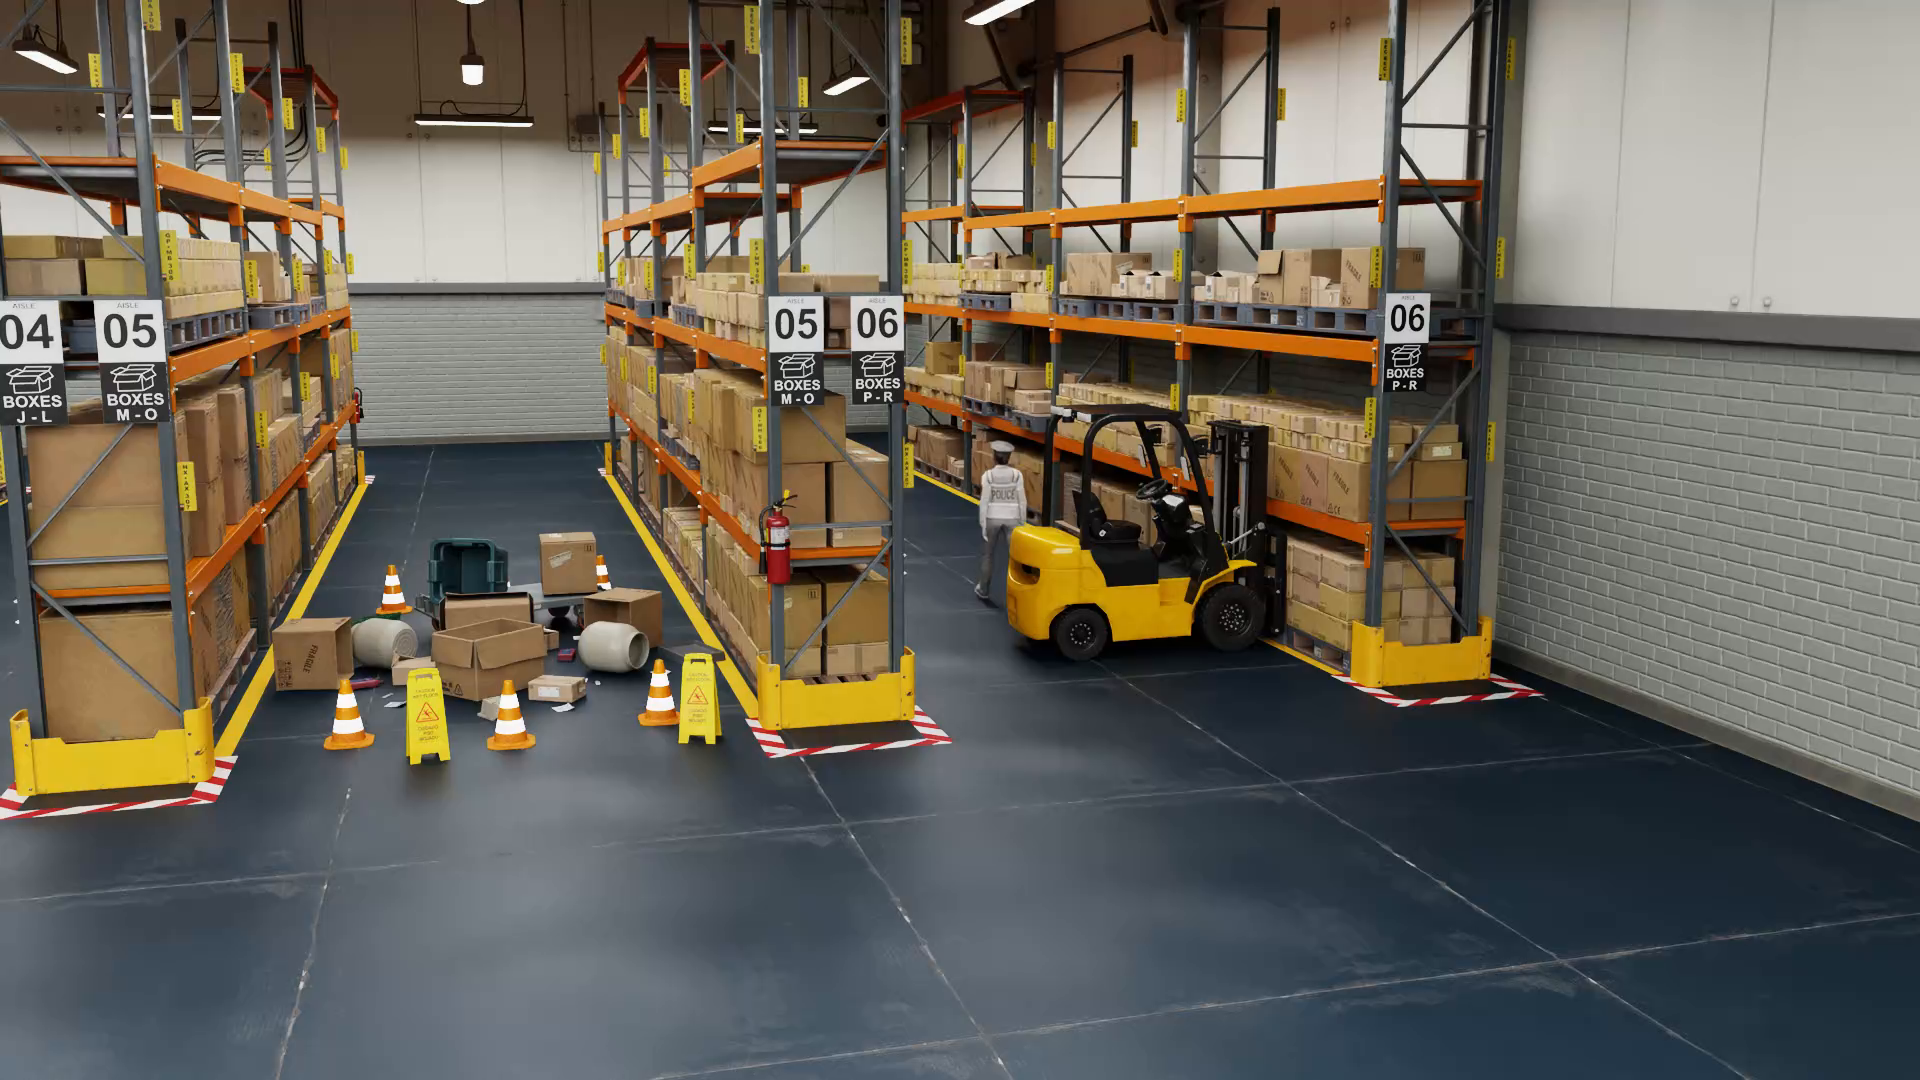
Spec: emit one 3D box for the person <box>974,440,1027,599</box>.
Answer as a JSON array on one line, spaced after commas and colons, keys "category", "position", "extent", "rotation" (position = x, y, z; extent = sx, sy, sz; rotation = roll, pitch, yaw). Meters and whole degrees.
[{"category": "person", "position": [0.448, -0.178, 16.896], "extent": [0.554, 1.648, 0.916], "rotation": [0, 9, -3]}]
